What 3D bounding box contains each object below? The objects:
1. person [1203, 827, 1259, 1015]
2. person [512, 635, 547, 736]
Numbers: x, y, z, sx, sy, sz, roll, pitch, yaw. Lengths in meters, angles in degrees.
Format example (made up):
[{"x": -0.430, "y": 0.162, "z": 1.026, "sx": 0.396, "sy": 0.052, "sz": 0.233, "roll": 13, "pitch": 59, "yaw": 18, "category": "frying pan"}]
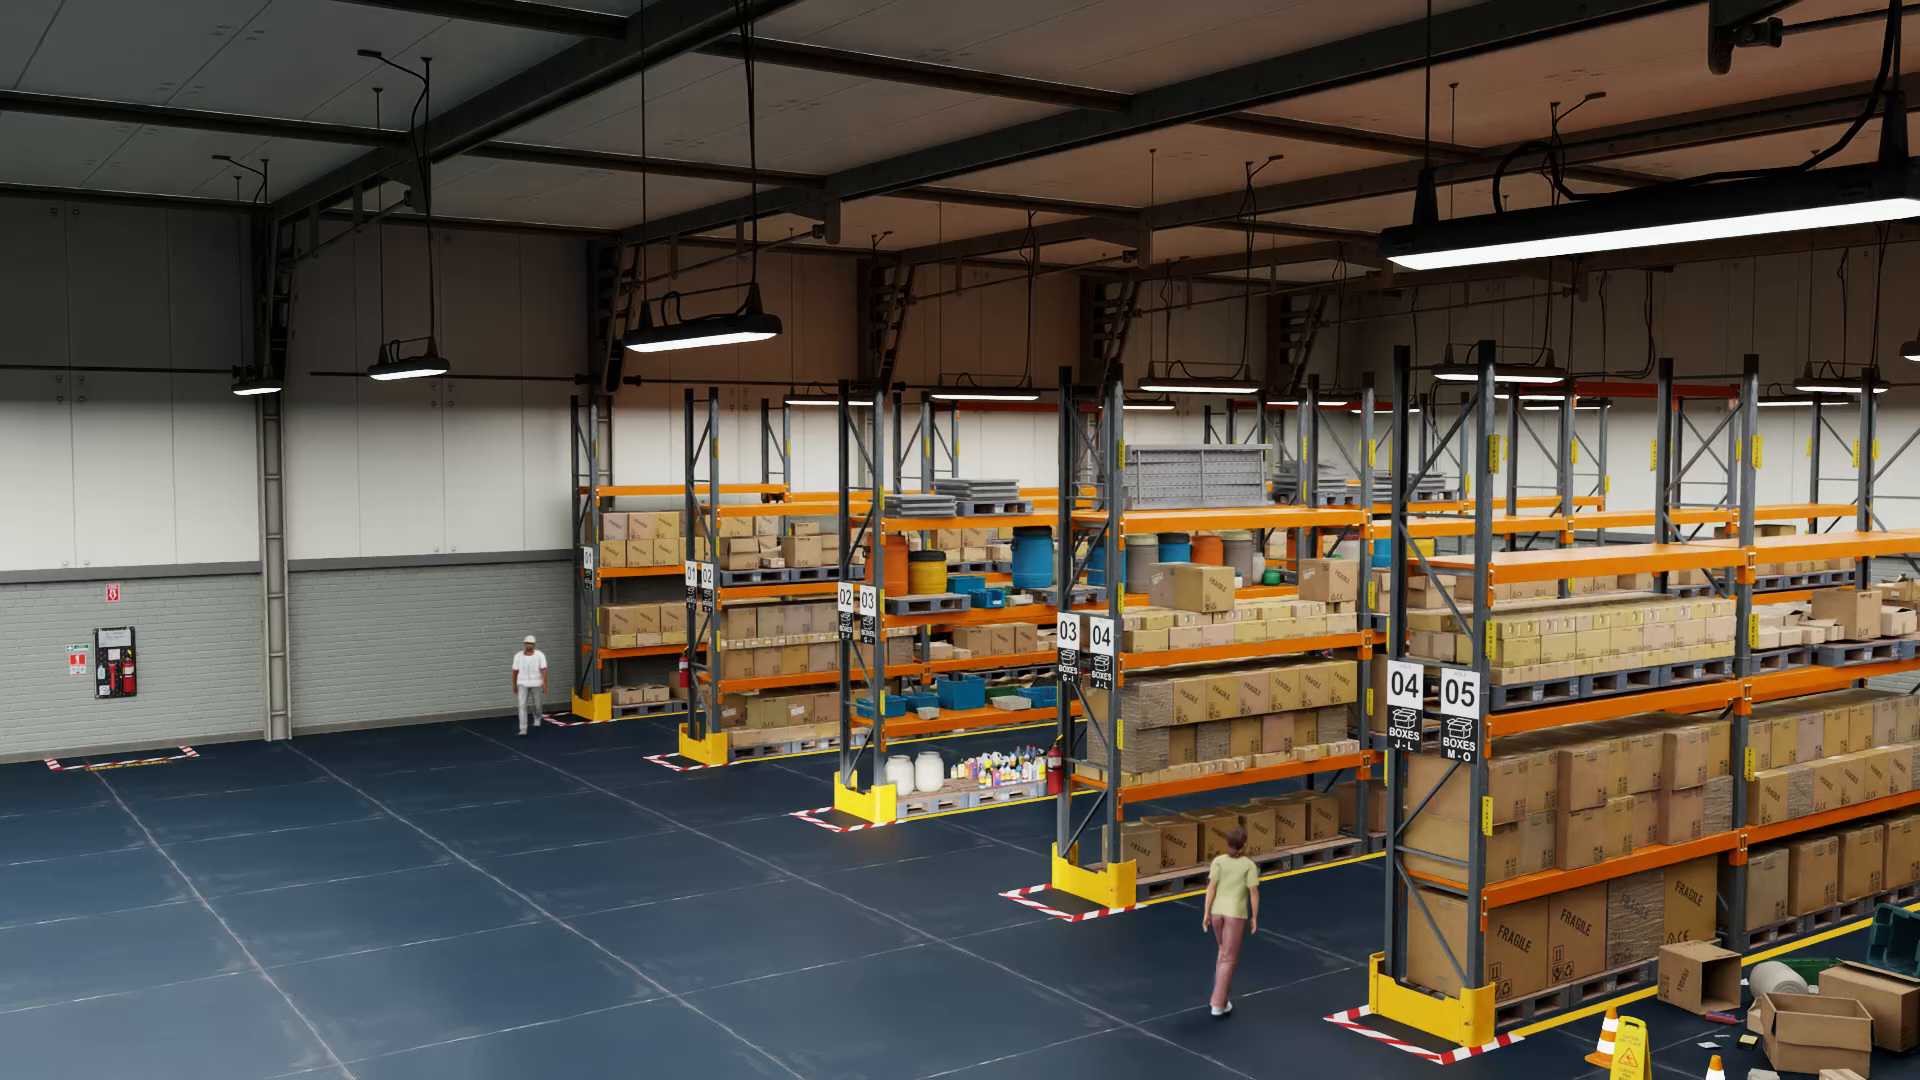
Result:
[{"x": 2.438, "y": 3.442, "z": 14.988, "sx": 0.465, "sy": 1.692, "sz": 0.546, "roll": 2, "pitch": 4, "yaw": 35, "category": "person"}, {"x": -7.591, "y": 2.543, "z": 29.320, "sx": 0.596, "sy": 1.734, "sz": 1.018, "roll": -1, "pitch": 4, "yaw": -14, "category": "person"}]
